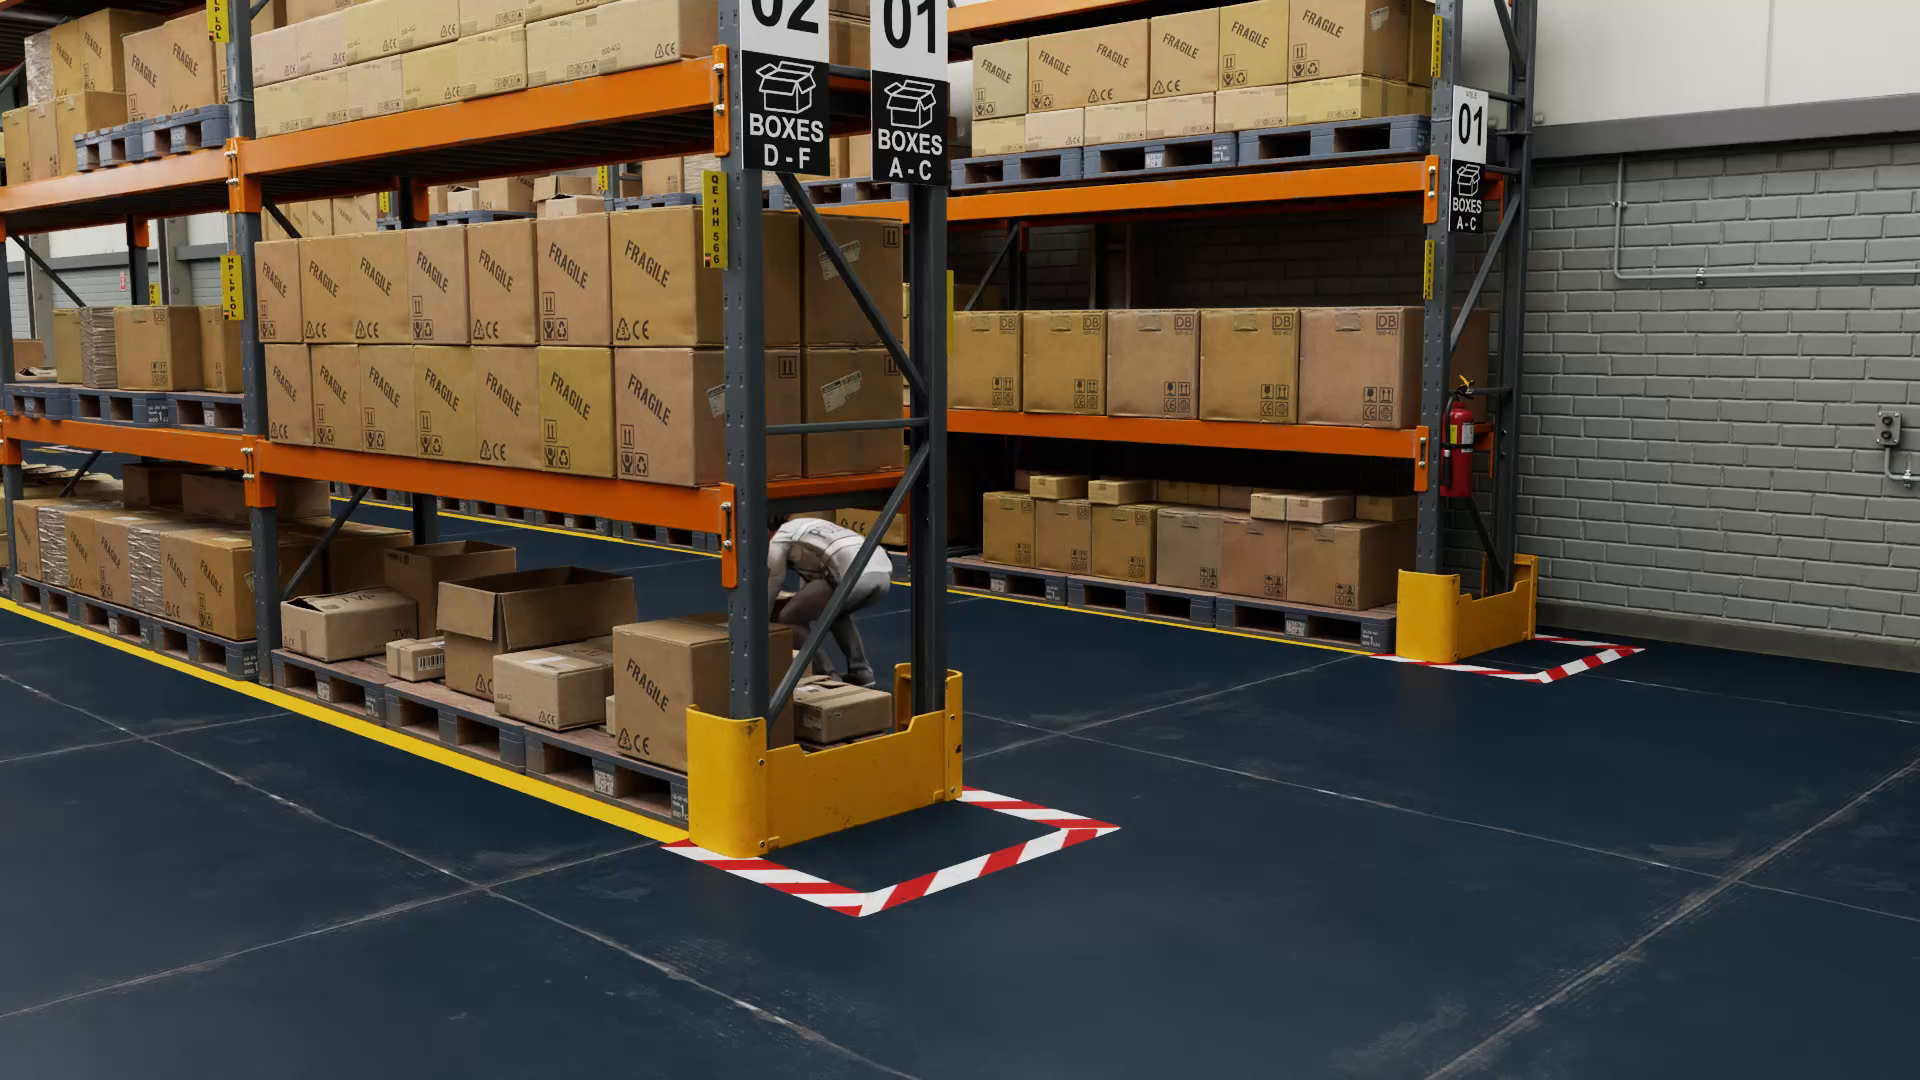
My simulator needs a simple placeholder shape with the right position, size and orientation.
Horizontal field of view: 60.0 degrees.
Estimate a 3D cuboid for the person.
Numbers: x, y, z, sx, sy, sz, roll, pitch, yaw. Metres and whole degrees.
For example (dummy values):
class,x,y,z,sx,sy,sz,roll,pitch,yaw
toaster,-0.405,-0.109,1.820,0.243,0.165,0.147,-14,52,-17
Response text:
class,x,y,z,sx,sy,sz,roll,pitch,yaw
person,-0.761,0.291,8.712,0.903,0.981,0.467,6,9,39
